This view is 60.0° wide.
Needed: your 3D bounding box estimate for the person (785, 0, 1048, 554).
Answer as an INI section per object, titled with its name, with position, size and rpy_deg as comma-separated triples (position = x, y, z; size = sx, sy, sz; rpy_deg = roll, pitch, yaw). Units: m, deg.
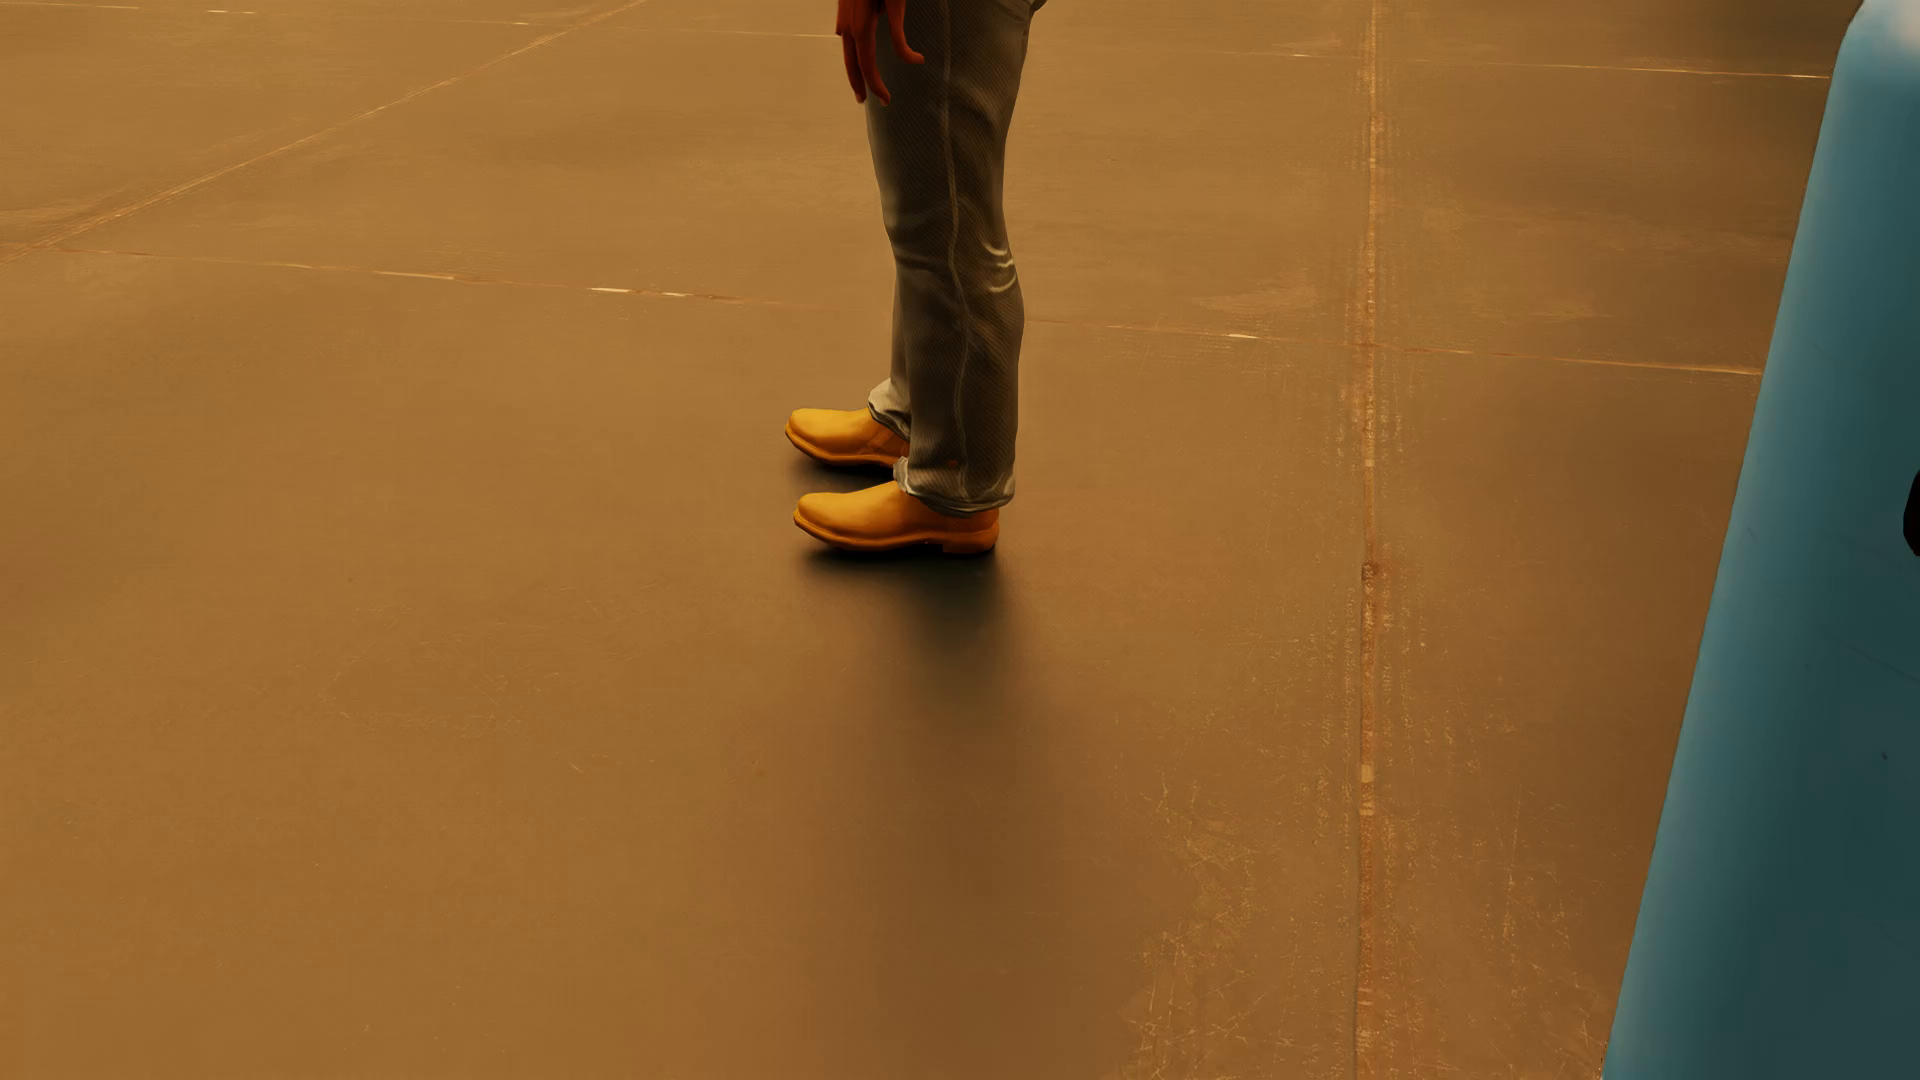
[person]
position = -0.066, -0.804, 2.117
size = 0.577, 1.765, 0.666
rpy_deg = 6, 27, 11
